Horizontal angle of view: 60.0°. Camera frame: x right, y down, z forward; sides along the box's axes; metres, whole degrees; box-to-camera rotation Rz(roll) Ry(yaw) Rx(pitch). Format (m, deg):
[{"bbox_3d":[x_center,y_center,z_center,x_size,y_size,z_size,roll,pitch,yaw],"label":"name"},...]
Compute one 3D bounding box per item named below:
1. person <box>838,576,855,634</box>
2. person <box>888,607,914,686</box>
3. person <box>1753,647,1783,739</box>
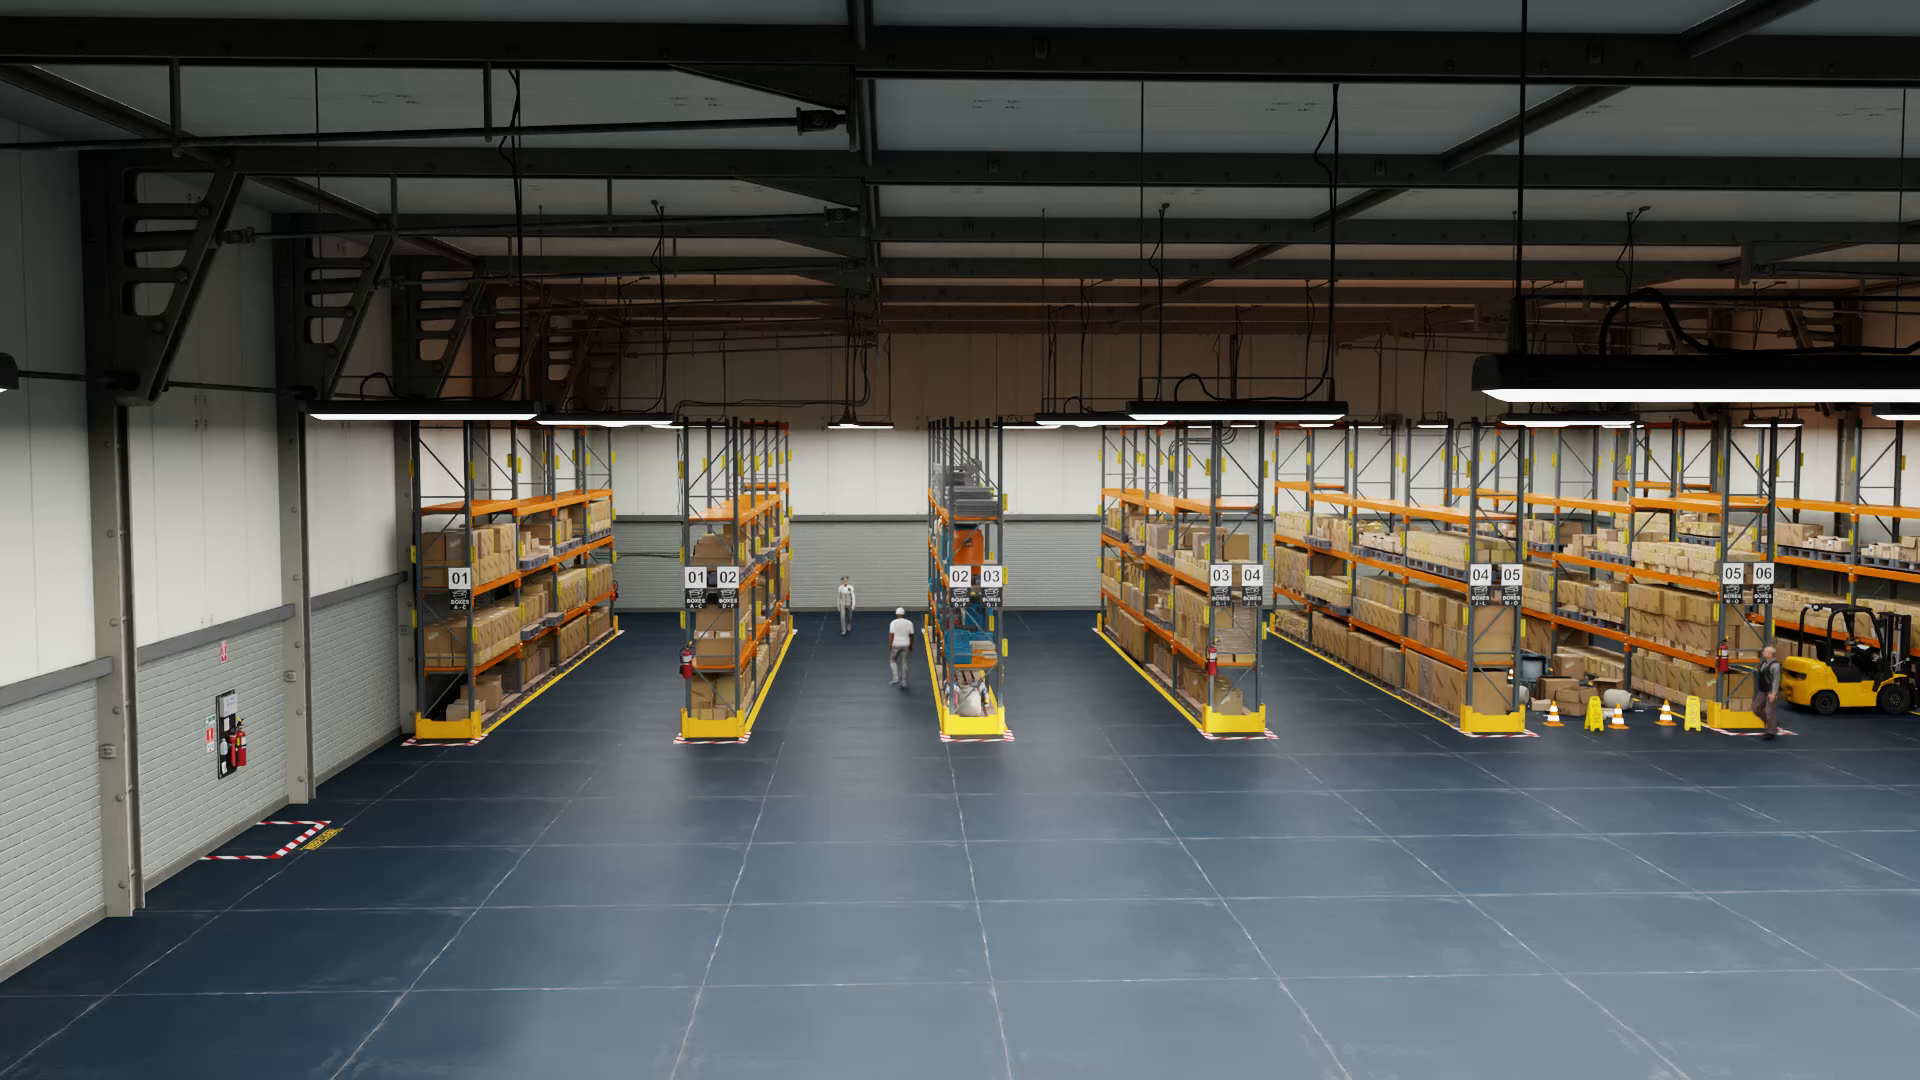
[{"bbox_3d":[-3.217,1.819,47.027,0.492,1.632,0.832,0,4,-5],"label":"person"},{"bbox_3d":[-1.321,2.410,37.429,0.612,1.786,0.547,-1,4,-20],"label":"person"},{"bbox_3d":[15.064,2.836,30.922,0.482,1.722,0.536,-1,4,-15],"label":"person"}]
